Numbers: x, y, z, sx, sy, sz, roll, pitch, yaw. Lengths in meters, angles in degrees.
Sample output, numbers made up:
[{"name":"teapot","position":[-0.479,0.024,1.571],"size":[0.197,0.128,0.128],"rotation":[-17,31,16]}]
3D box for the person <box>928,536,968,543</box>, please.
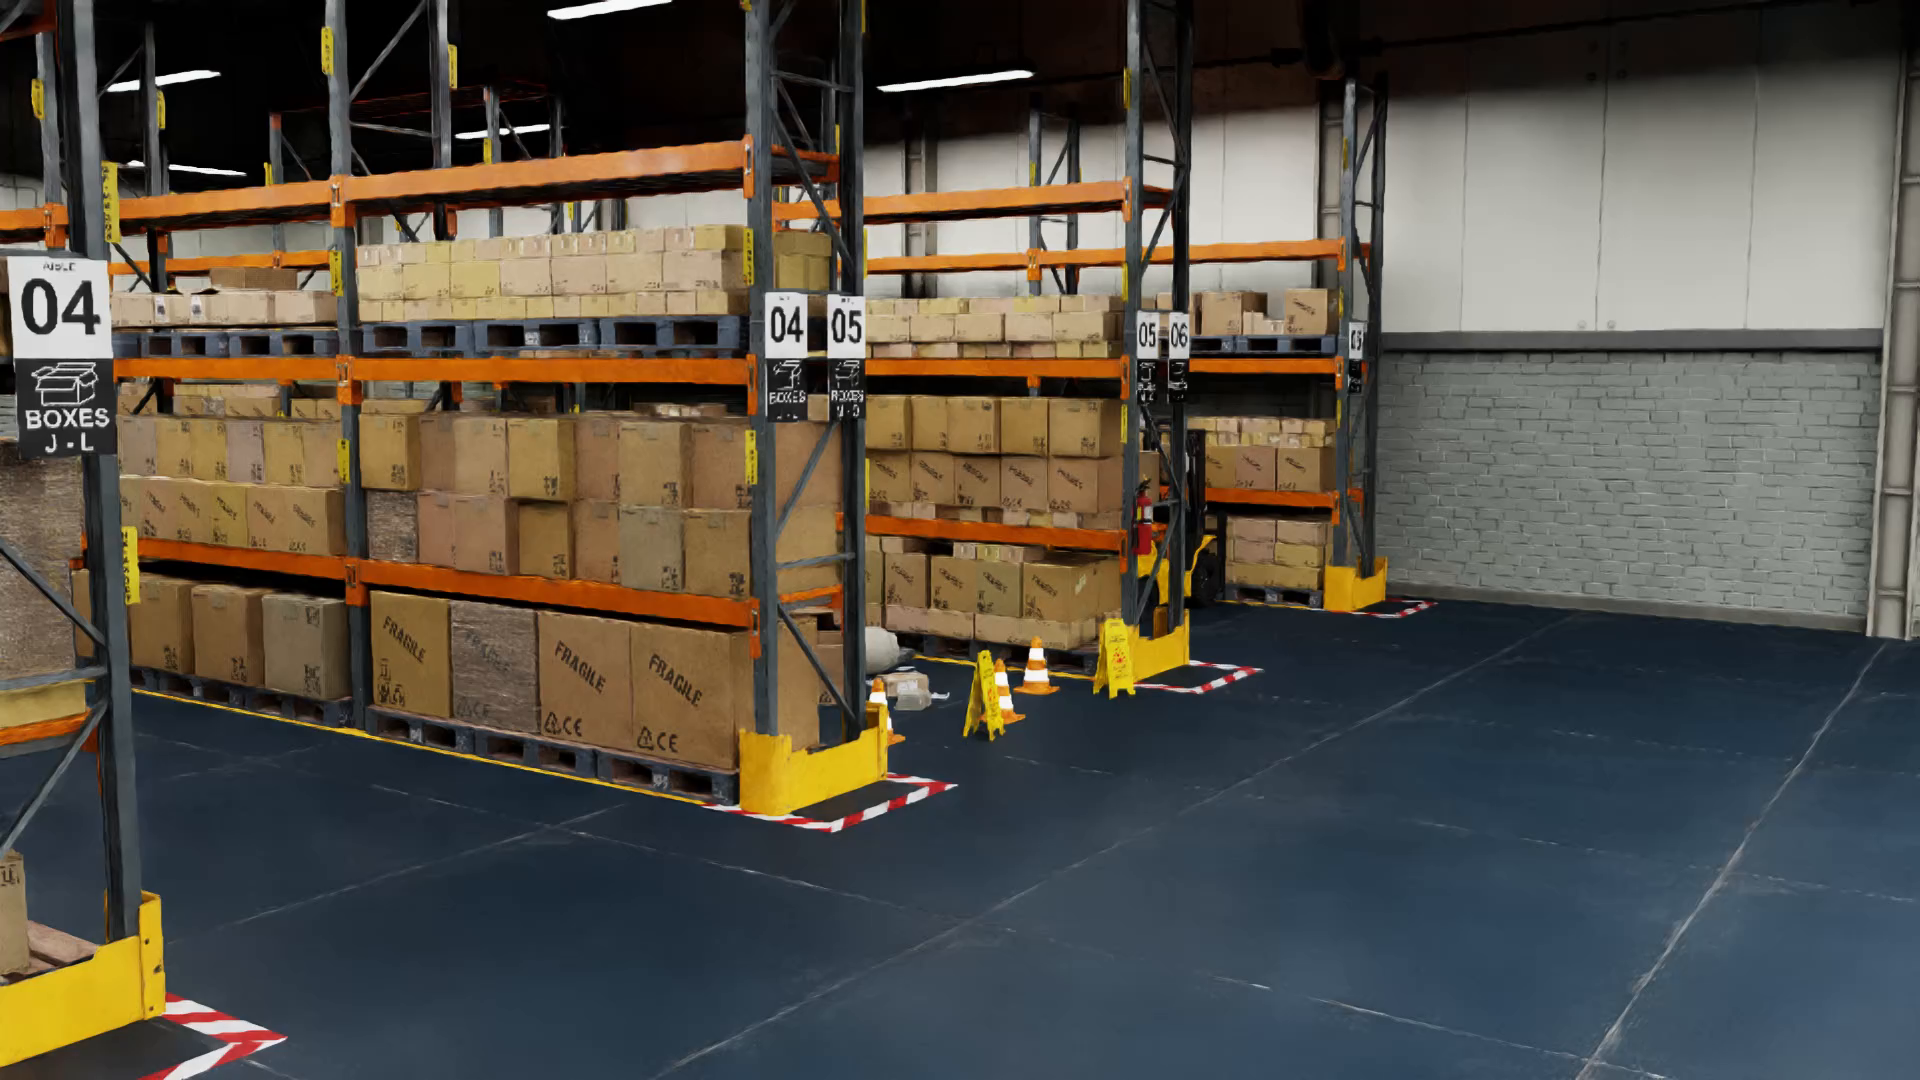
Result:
[{"name":"person","position":[-0.142,-0.073,18.235],"size":[0.594,1.723,0.659],"rotation":[-5,8,-39]}]
